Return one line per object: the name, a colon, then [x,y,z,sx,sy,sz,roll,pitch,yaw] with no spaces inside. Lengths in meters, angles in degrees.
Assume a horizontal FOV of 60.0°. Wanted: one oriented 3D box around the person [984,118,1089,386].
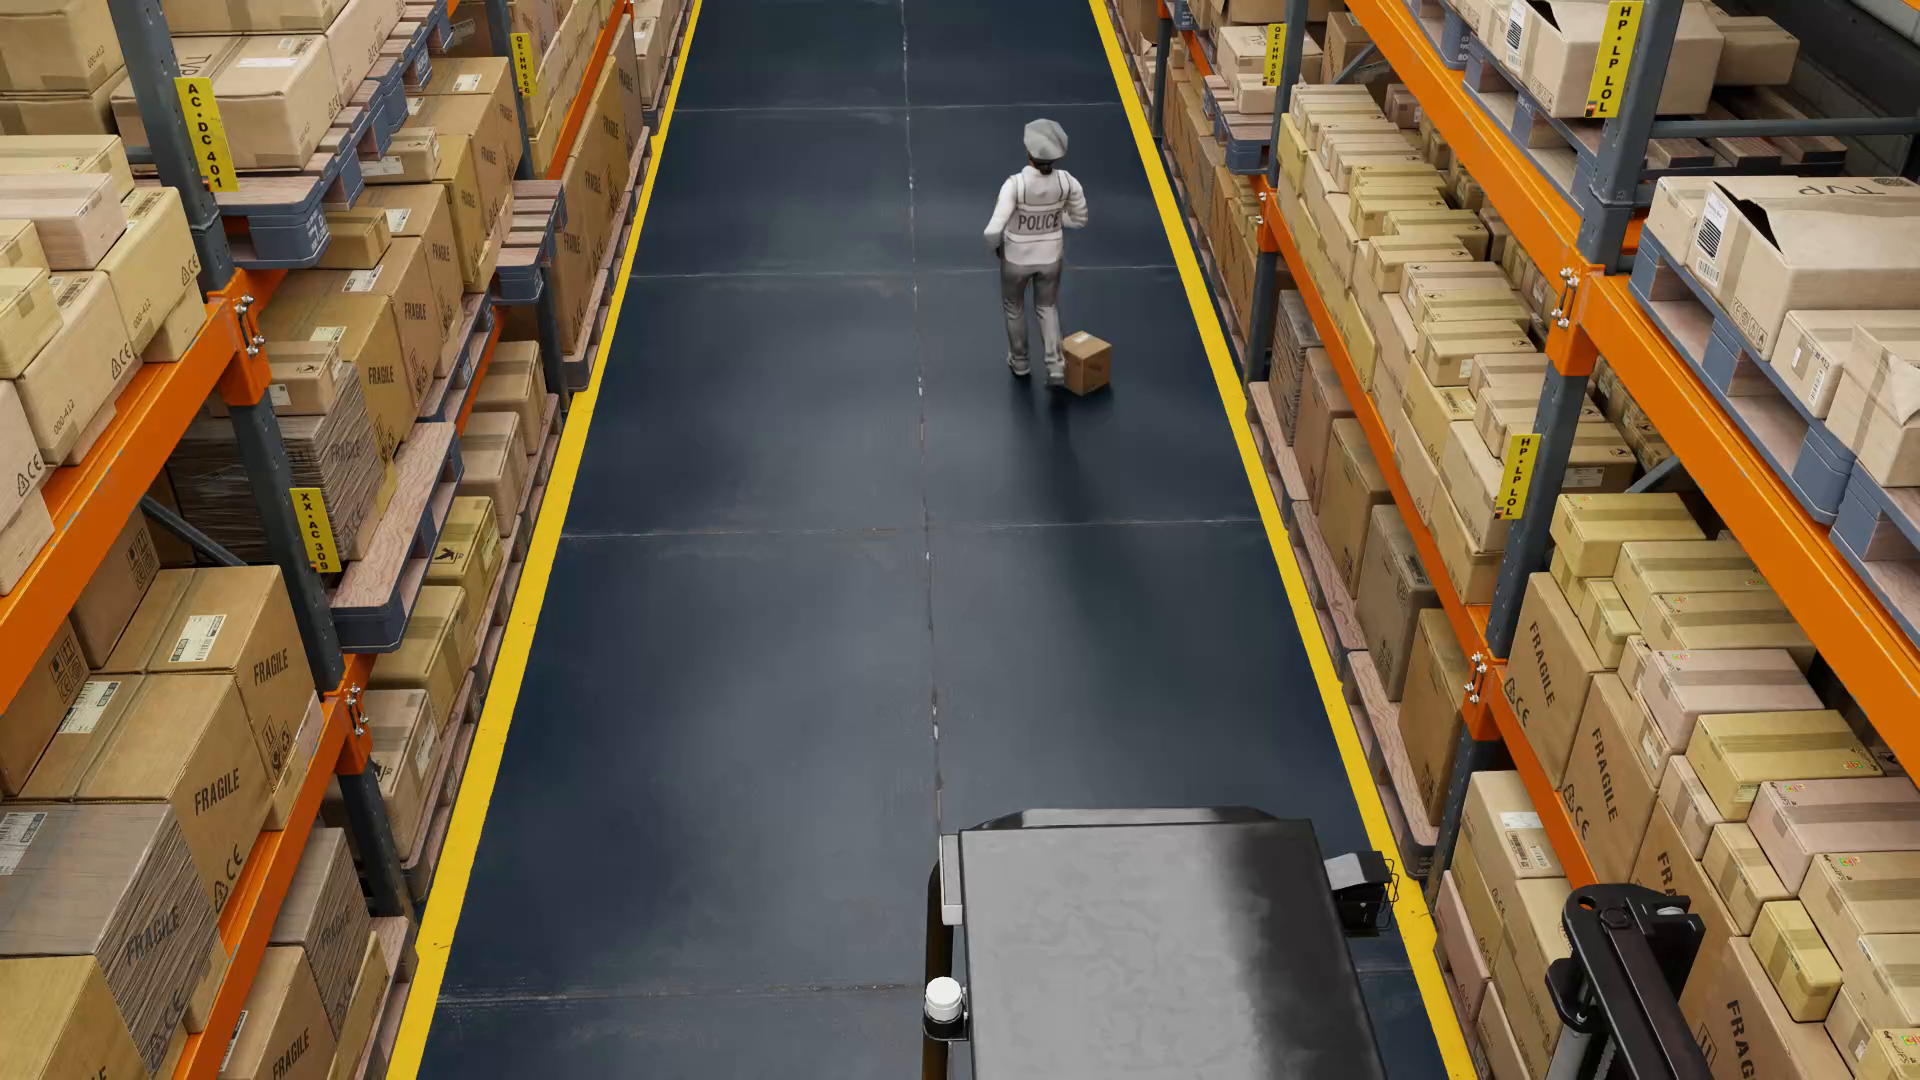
person: [0.397,-1.620,9.452,0.631,1.665,0.682,-8,36,-11]
